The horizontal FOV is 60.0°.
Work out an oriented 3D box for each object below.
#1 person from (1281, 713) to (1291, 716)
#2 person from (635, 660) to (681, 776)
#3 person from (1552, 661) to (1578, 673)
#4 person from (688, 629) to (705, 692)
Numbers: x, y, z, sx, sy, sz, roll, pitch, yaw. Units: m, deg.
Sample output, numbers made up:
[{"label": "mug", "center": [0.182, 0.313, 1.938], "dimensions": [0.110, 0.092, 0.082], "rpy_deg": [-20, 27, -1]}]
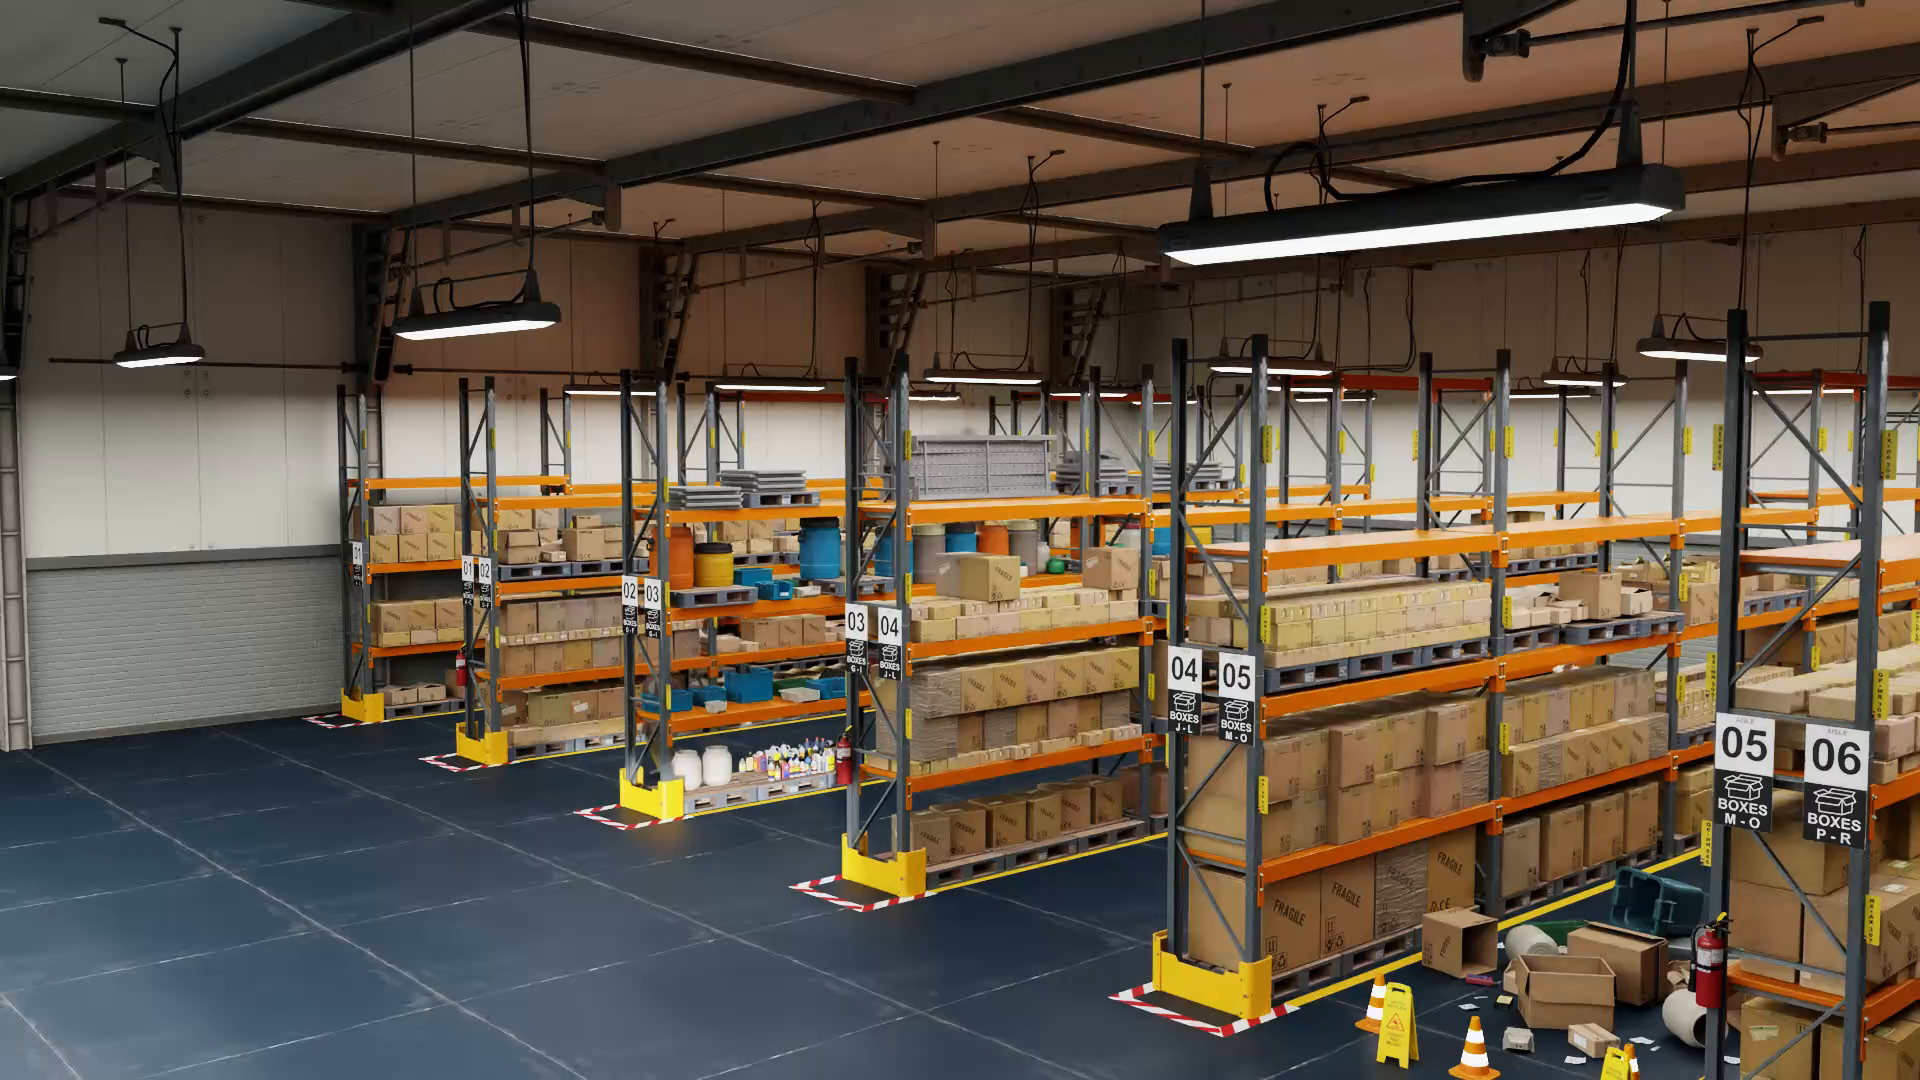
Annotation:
[{"label": "person", "center": [3.986, 2.959, 20.310], "dimensions": [0.641, 1.745, 0.554], "rpy_deg": [3, 5, 38]}, {"label": "person", "center": [-4.553, 2.661, 24.752], "dimensions": [0.697, 1.741, 0.639], "rpy_deg": [2, 4, 31]}, {"label": "person", "center": [9.281, 2.585, 25.432], "dimensions": [0.688, 1.807, 0.995], "rpy_deg": [3, 5, 39]}, {"label": "person", "center": [-5.108, 2.245, 31.257], "dimensions": [0.674, 1.721, 0.569], "rpy_deg": [3, 5, 43]}]
